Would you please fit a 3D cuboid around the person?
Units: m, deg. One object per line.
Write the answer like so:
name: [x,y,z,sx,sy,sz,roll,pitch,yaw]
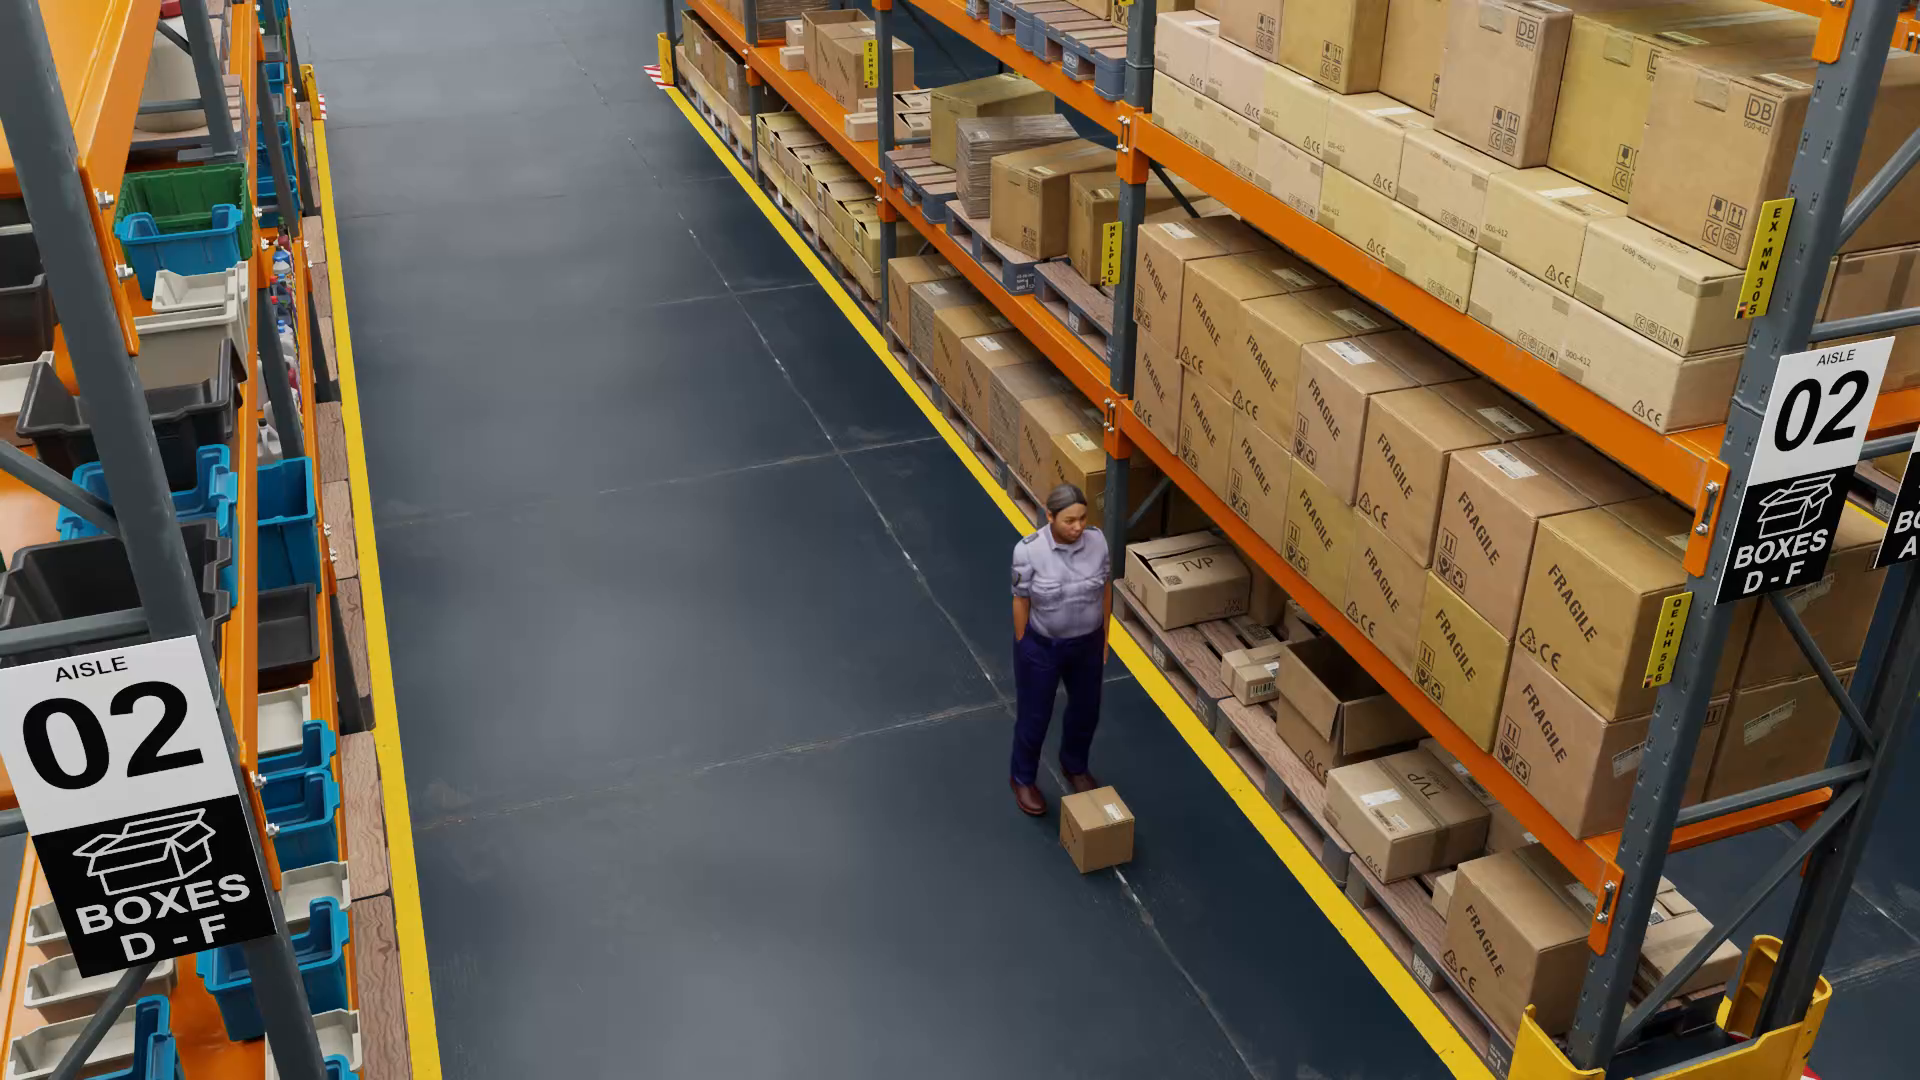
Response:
person: [0.467,0.490,7.525,0.469,1.659,0.342,-10,31,-16]
